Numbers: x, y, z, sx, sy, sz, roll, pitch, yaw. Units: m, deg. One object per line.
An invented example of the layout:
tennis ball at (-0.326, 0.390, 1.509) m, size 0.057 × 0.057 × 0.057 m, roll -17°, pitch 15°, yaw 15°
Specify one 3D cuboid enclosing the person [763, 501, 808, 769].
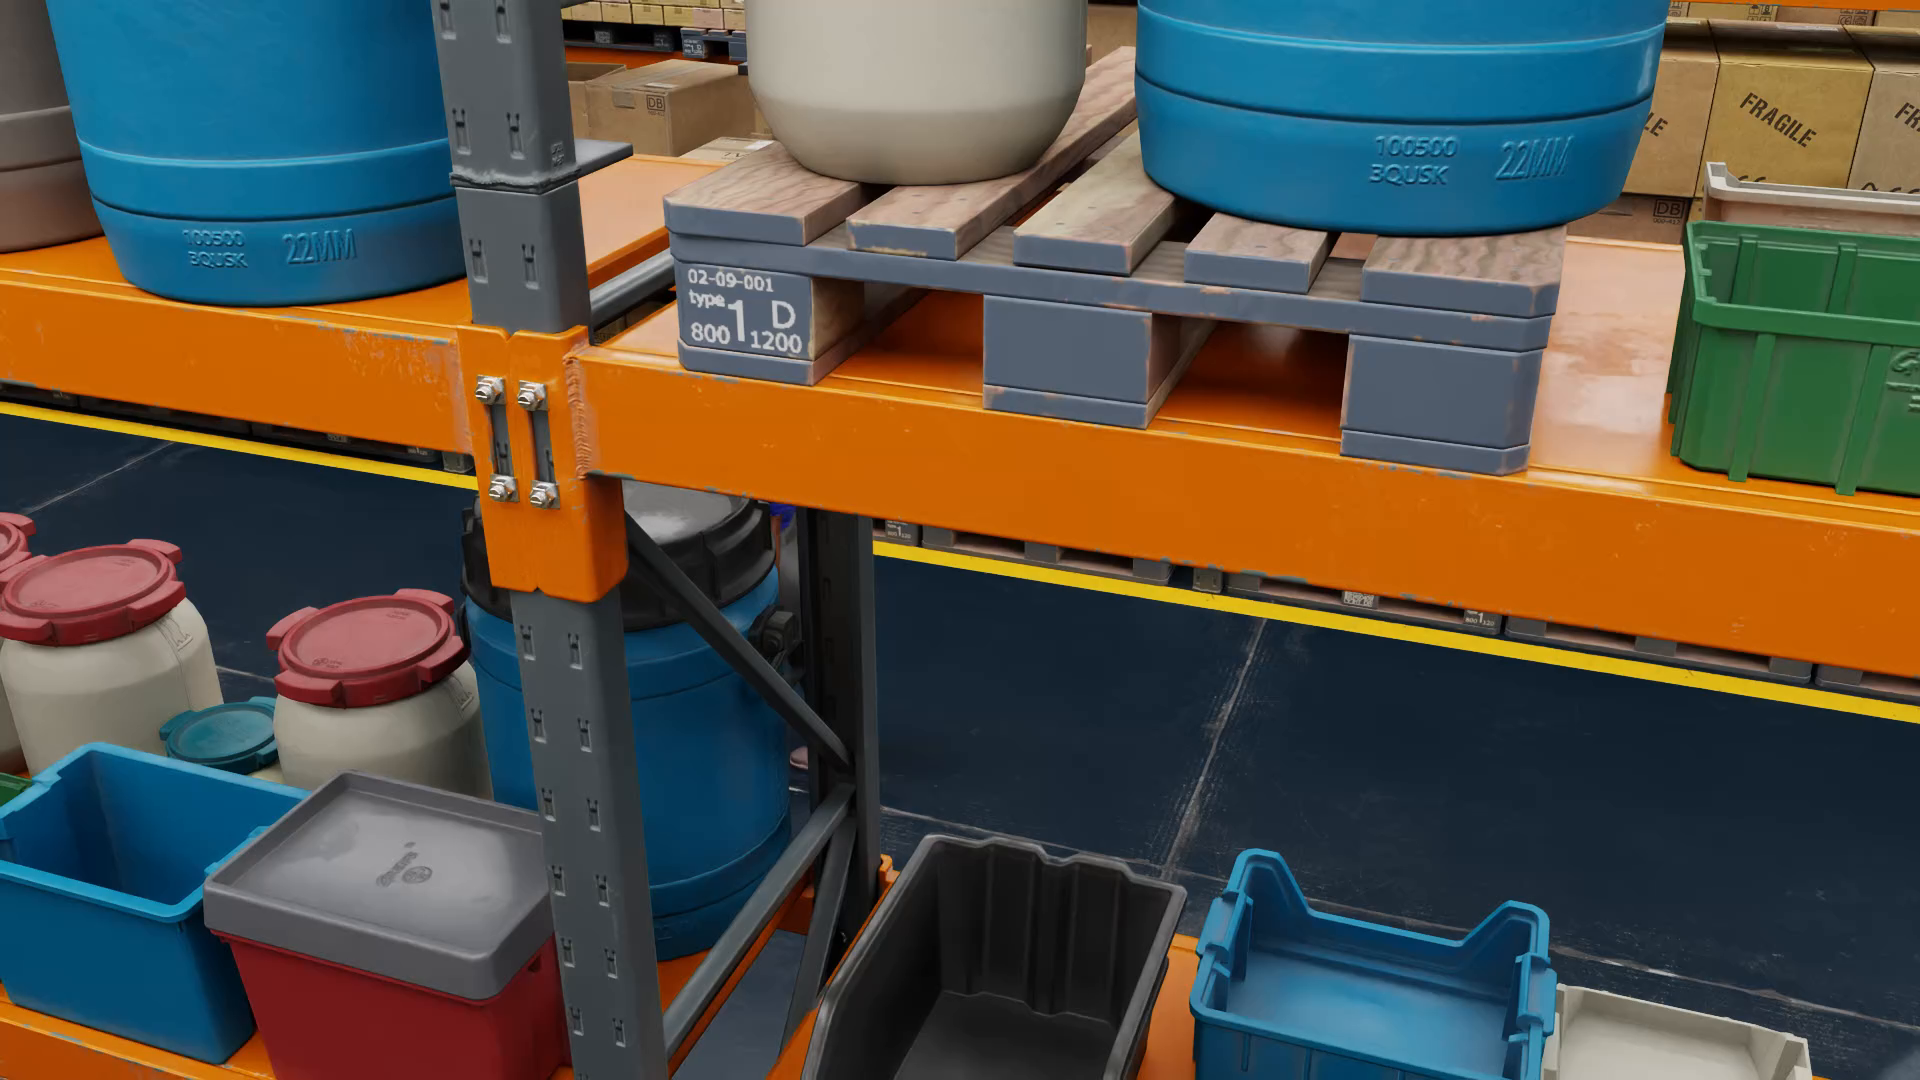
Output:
person at (-0.703, 0.108, 5.912) m, size 0.592 × 1.676 × 0.470 m, roll 4°, pitch 26°, yaw 8°
